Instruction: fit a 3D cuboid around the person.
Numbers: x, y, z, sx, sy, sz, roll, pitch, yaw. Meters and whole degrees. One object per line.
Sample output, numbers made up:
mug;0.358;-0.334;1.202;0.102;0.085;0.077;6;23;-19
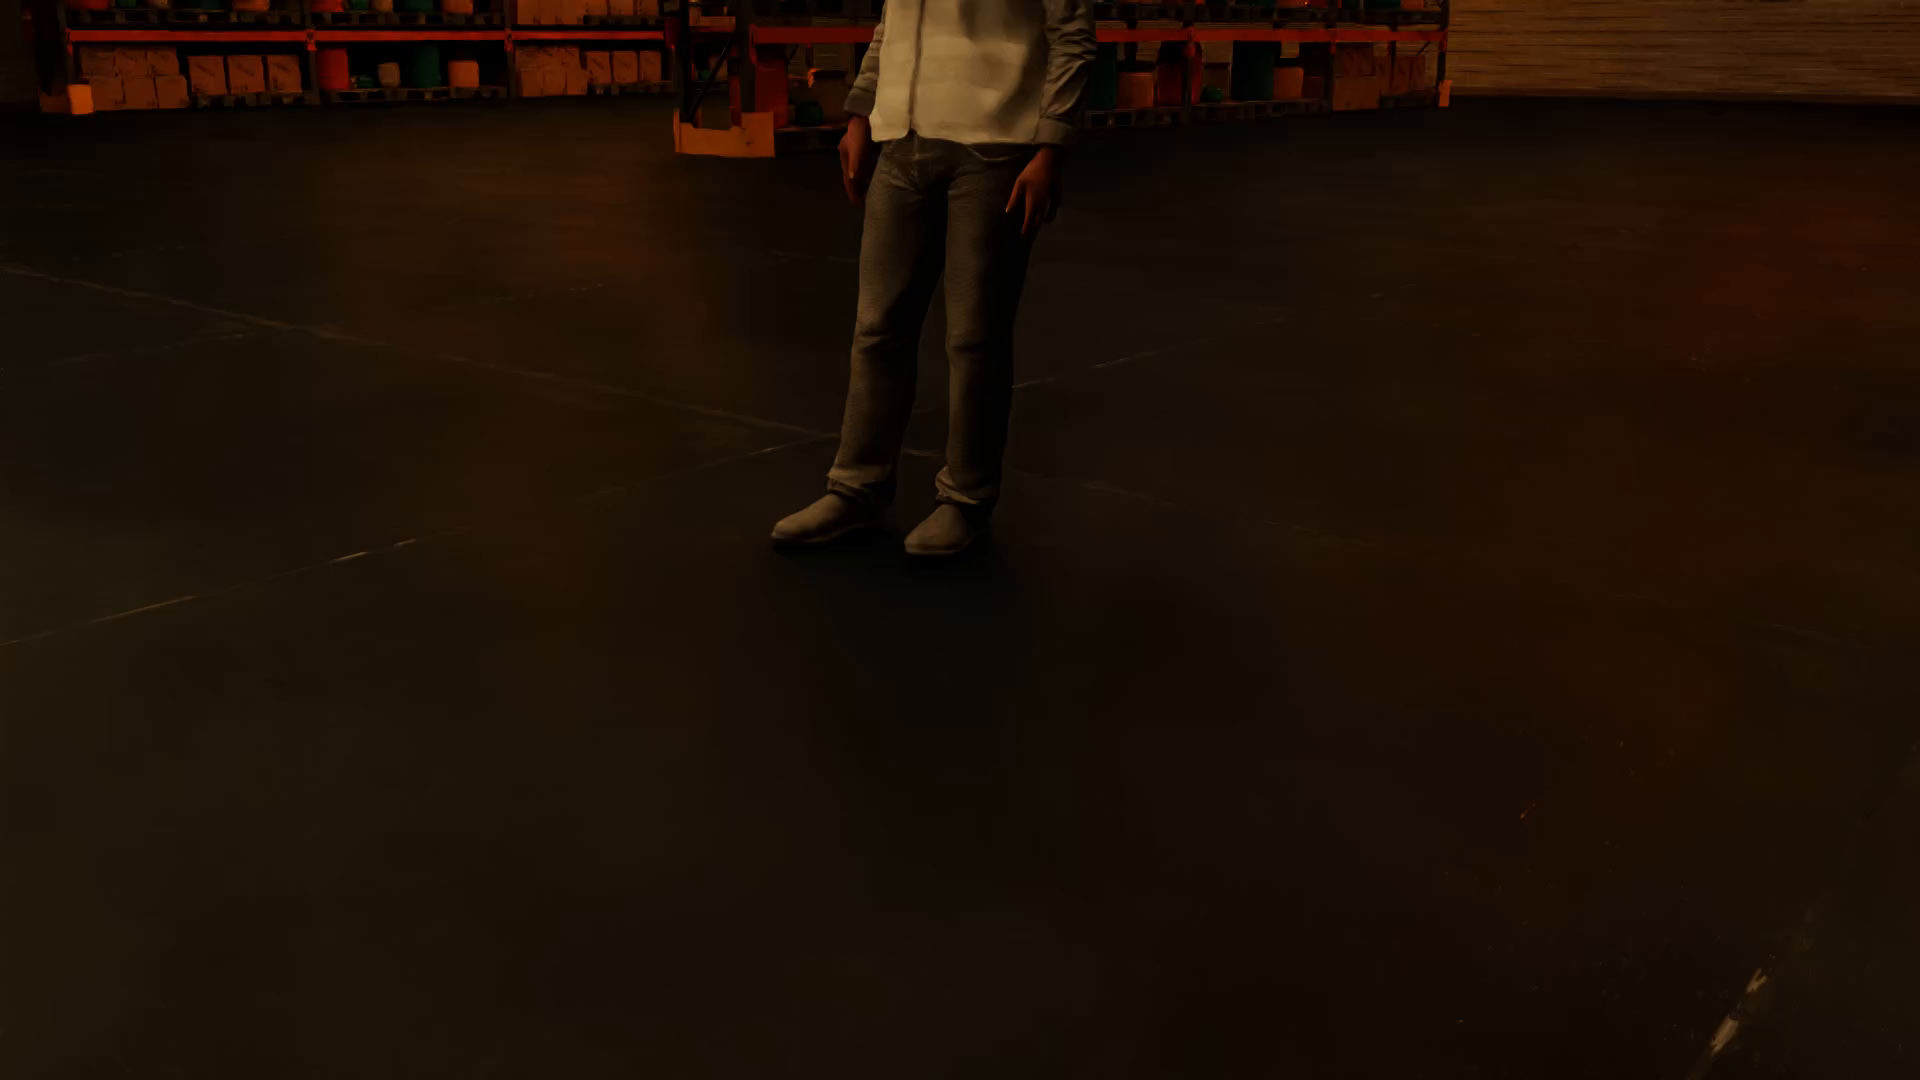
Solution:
person;-0.046;-0.843;3.641;0.632;1.773;0.567;13;21;37
